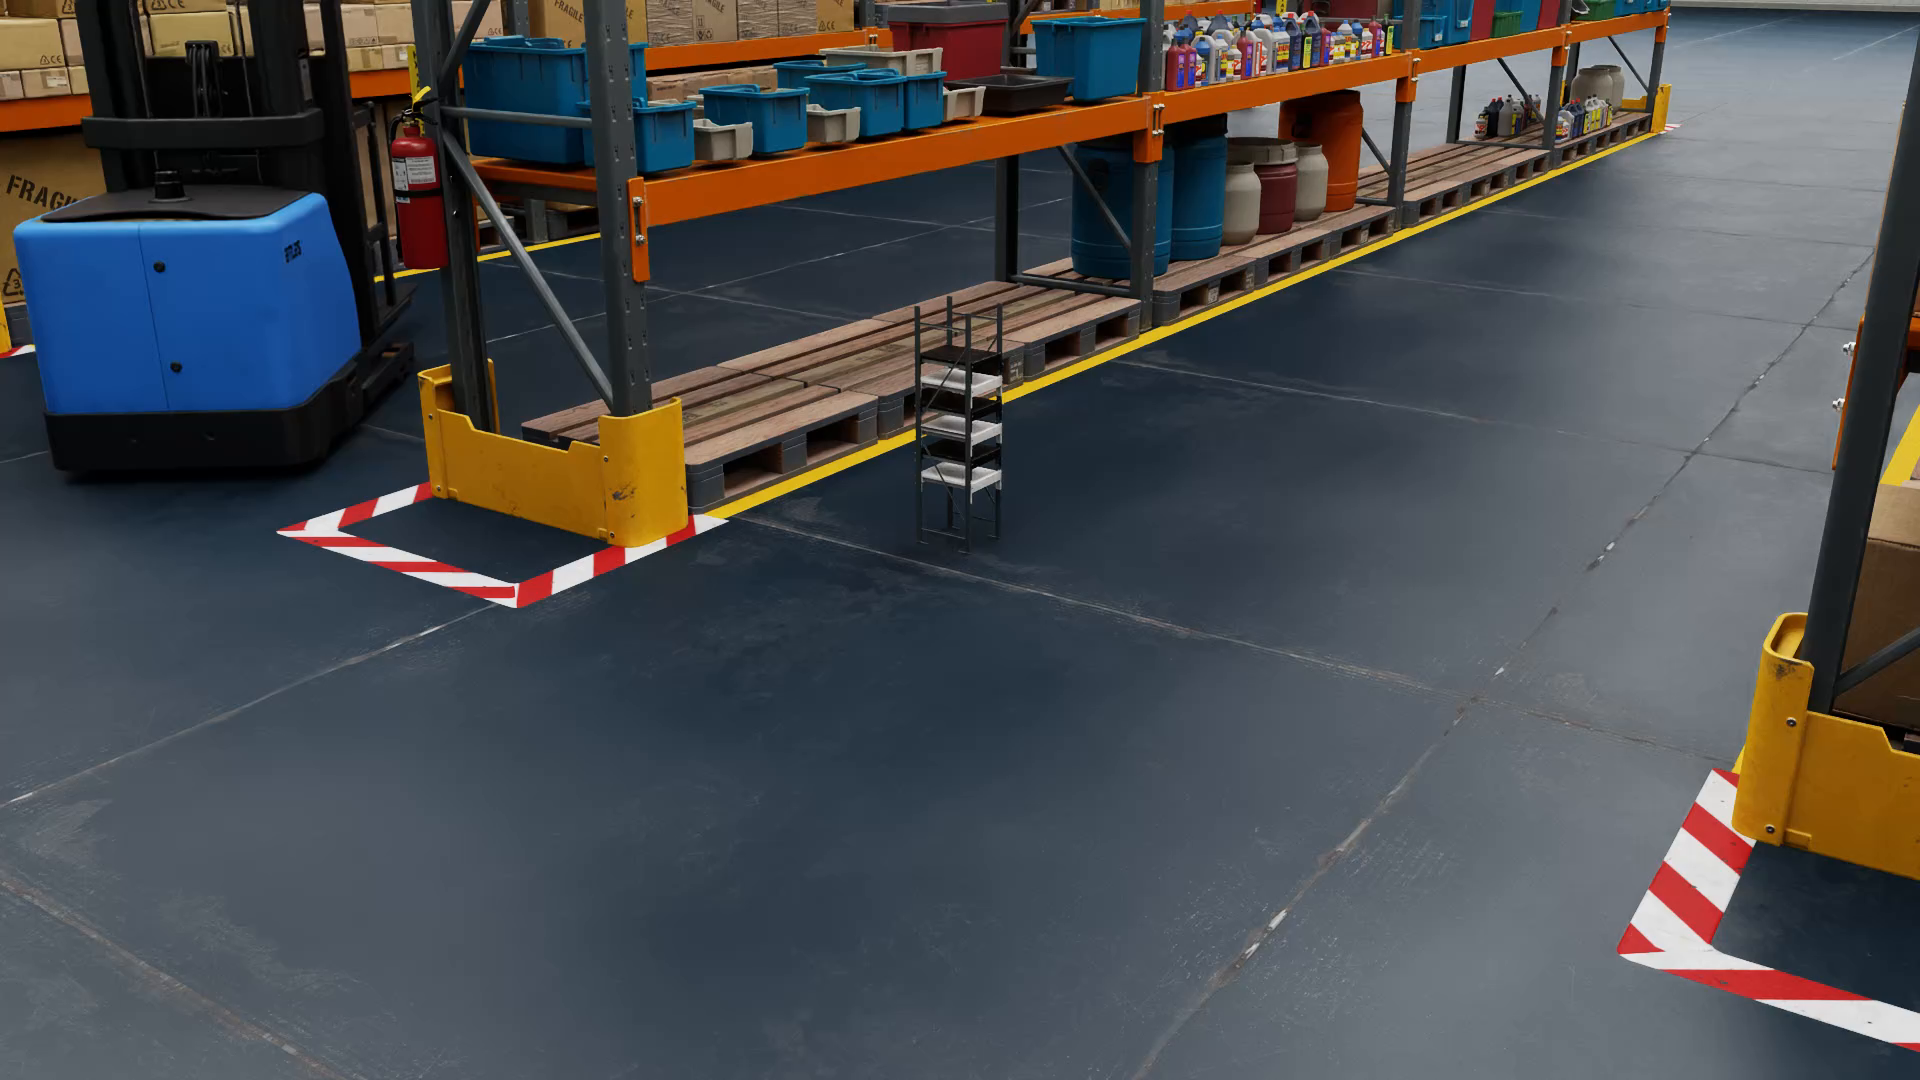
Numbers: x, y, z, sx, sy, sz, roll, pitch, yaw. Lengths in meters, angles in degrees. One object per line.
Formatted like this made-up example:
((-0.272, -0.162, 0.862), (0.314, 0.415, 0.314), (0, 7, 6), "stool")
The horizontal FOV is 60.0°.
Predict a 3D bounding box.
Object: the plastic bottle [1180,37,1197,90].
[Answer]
((1.283, -2.694, 9.394), (0.061, 0.283, 0.133), (13, 24, 32), "plastic bottle")

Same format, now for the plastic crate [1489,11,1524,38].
((4.401, -4.330, 13.953), (0.450, 0.188, 0.662), (13, 24, 32), "plastic crate")

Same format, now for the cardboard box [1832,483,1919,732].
((2.597, 0.188, 4.402), (0.500, 0.500, 0.500), (13, 24, 32), "cardboard box")

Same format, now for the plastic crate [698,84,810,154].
((-0.818, -1.686, 6.655), (0.416, 0.233, 0.300), (13, 24, 32), "plastic crate")

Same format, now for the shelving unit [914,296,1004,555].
((-0.005, -0.420, 6.103), (0.258, 0.900, 0.210), (13, 24, 32), "shelving unit")

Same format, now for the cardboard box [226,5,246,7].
((-4.782, -3.209, 10.403), (0.500, 0.250, 0.500), (13, 24, 32), "cardboard box")

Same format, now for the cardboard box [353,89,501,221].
((-3.884, -2.681, 11.648), (0.875, 0.875, 0.875), (13, 24, 32), "cardboard box")

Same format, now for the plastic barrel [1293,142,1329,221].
((2.393, -2.543, 11.798), (0.421, 0.512, 0.421), (0, 20, 0), "plastic barrel")

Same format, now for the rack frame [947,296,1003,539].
((0.053, -0.449, 6.181), (0.240, 0.900, 0.006), (13, 24, 32), "rack frame")

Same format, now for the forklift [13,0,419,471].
((-3.355, -2.125, 7.785), (1.130, 2.935, 3.031), (-2, 20, -5), "forklift")

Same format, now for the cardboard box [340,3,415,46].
((-3.767, -3.397, 10.913), (0.500, 0.250, 0.500), (14, 25, 33), "cardboard box")

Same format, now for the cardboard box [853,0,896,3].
((-0.928, -5.209, 15.274), (0.500, 0.500, 0.500), (10, 23, 25), "cardboard box")

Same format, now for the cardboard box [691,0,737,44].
((-2.132, -4.222, 13.211), (0.500, 0.500, 0.500), (14, 24, 33), "cardboard box")

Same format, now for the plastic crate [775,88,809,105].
((-0.828, -1.968, 7.556), (0.298, 0.136, 0.250), (13, 24, 32), "plastic crate")

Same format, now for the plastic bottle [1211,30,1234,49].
((1.619, -2.984, 10.188), (0.152, 0.276, 0.135), (13, 24, 32), "plastic bottle")

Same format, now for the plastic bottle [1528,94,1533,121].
((5.976, -4.543, 17.505), (0.061, 0.283, 0.133), (14, 24, 33), "plastic bottle")

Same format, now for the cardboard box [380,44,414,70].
((-3.781, -3.164, 10.858), (0.380, 0.149, 0.250), (14, 24, 33), "cardboard box")

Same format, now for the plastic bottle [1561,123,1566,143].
((5.745, -3.913, 15.920), (0.097, 0.201, 0.097), (0, 20, 0), "plastic bottle")

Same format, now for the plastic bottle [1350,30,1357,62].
((2.649, -3.365, 11.323), (0.097, 0.201, 0.097), (0, 20, 0), "plastic bottle")

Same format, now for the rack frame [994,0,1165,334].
((0.649, -2.689, 9.210), (1.000, 3.000, 0.127), (13, 24, 32), "rack frame")

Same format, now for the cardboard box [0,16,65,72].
((-5.202, -2.661, 8.923), (0.500, 0.250, 0.500), (13, 24, 30), "cardboard box")

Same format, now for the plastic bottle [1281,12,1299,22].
((2.387, -3.717, 12.169), (0.152, 0.276, 0.135), (13, 24, 32), "plastic bottle")

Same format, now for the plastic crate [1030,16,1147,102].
((0.669, -2.509, 8.661), (0.392, 0.384, 0.575), (13, 24, 32), "plastic crate")

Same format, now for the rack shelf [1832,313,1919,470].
((3.620, -0.810, 5.169), (1.077, 0.370, 4.000), (13, 24, 32), "rack shelf")

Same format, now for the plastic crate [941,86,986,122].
((-0.081, -2.035, 7.736), (0.293, 0.136, 0.466), (13, 24, 32), "plastic crate")

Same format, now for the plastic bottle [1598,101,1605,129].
((6.483, -4.342, 16.970), (0.152, 0.276, 0.135), (13, 24, 30), "plastic bottle")

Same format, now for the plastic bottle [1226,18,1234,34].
((1.835, -3.450, 11.453), (0.097, 0.271, 0.097), (0, 20, 0), "plastic bottle")

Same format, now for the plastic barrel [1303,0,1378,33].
((2.908, -4.093, 12.809), (0.600, 0.536, 0.708), (13, 24, 32), "plastic barrel")

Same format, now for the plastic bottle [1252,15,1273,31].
((2.127, -3.584, 11.810), (0.152, 0.276, 0.135), (13, 24, 32), "plastic bottle")

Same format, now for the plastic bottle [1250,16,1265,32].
((2.090, -3.542, 11.704), (0.097, 0.271, 0.097), (0, 20, 0), "plastic bottle")

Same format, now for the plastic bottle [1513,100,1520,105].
((5.654, -4.348, 16.987), (0.152, 0.276, 0.135), (14, 24, 33), "plastic bottle")

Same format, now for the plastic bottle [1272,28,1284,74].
((1.963, -3.047, 10.364), (0.097, 0.271, 0.097), (0, 20, 0), "plastic bottle")

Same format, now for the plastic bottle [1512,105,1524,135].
((5.515, -4.187, 16.554), (0.152, 0.276, 0.135), (13, 24, 32), "plastic bottle")

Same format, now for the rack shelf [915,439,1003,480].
((-0.005, -0.304, 6.145), (0.258, 0.077, 0.200), (13, 24, 32), "rack shelf")

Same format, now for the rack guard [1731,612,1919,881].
((2.538, 0.577, 3.986), (1.175, 0.500, 0.348), (13, 24, 32), "rack guard")

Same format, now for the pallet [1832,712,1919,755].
((2.985, 0.483, 4.655), (1.003, 0.211, 1.213), (13, 24, 32), "pallet")

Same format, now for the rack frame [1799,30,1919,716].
((2.495, -0.574, 3.493), (1.000, 3.000, 0.127), (13, 24, 32), "rack frame")

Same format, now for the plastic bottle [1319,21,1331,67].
((2.381, -3.255, 10.908), (0.061, 0.283, 0.133), (13, 24, 32), "plastic bottle")

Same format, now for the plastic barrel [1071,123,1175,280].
((0.969, -2.054, 9.914), (0.600, 0.901, 0.708), (13, 24, 32), "plastic barrel")

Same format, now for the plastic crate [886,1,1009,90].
((-0.060, -2.540, 8.628), (0.402, 0.464, 0.583), (13, 24, 32), "plastic crate")

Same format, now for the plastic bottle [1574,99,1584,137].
((6.050, -4.153, 16.353), (0.144, 0.351, 0.185), (12, 24, 30), "plastic bottle")

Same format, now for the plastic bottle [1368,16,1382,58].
((2.894, -3.516, 11.616), (0.061, 0.283, 0.133), (13, 24, 32), "plastic bottle")

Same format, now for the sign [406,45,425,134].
((-2.063, -1.720, 6.357), (0.100, 0.325, 0.005), (13, 24, 32), "sign")

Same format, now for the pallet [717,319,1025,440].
((-0.417, -0.811, 8.153), (1.003, 0.211, 1.213), (13, 24, 32), "pallet")

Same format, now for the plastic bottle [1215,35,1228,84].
((1.518, -2.820, 9.750), (0.097, 0.271, 0.097), (0, 20, 0), "plastic bottle")

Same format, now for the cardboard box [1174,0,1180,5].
((2.355, -6.349, 19.467), (0.380, 0.149, 0.250), (13, 24, 32), "cardboard box")

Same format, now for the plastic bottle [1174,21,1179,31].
((1.391, -3.240, 10.869), (0.061, 0.283, 0.133), (13, 24, 32), "plastic bottle")

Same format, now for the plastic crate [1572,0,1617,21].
((6.143, -5.219, 16.357), (0.450, 0.188, 0.662), (13, 24, 32), "plastic crate")

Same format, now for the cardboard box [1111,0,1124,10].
((1.571, -5.904, 18.266), (0.380, 0.149, 0.250), (13, 24, 32), "cardboard box")

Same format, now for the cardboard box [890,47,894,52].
((-1.073, -7.087, 23.558), (0.875, 0.875, 0.875), (13, 24, 32), "cardboard box")

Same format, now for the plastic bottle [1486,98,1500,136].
((5.270, -4.189, 16.450), (0.144, 0.351, 0.185), (13, 24, 30), "plastic bottle")

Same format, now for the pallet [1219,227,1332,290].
((1.803, -1.946, 11.221), (1.003, 0.211, 1.213), (13, 24, 32), "pallet")

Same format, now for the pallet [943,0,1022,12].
((-0.119, -5.288, 16.515), (1.003, 0.211, 1.213), (13, 24, 32), "pallet")

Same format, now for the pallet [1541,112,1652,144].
((6.930, -4.561, 18.291), (1.003, 0.211, 1.213), (13, 24, 32), "pallet")

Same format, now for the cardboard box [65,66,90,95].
((-4.936, -2.574, 9.262), (0.380, 0.149, 0.250), (13, 24, 31), "cardboard box")

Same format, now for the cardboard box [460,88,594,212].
((-3.104, -3.043, 12.624), (1.225, 0.875, 0.875), (13, 24, 32), "cardboard box")

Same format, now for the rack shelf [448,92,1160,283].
((-0.475, -1.778, 7.784), (1.077, 0.370, 4.000), (13, 24, 32), "rack shelf")

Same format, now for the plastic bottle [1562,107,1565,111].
((5.925, -4.127, 16.396), (0.097, 0.271, 0.097), (0, 20, 0), "plastic bottle")
